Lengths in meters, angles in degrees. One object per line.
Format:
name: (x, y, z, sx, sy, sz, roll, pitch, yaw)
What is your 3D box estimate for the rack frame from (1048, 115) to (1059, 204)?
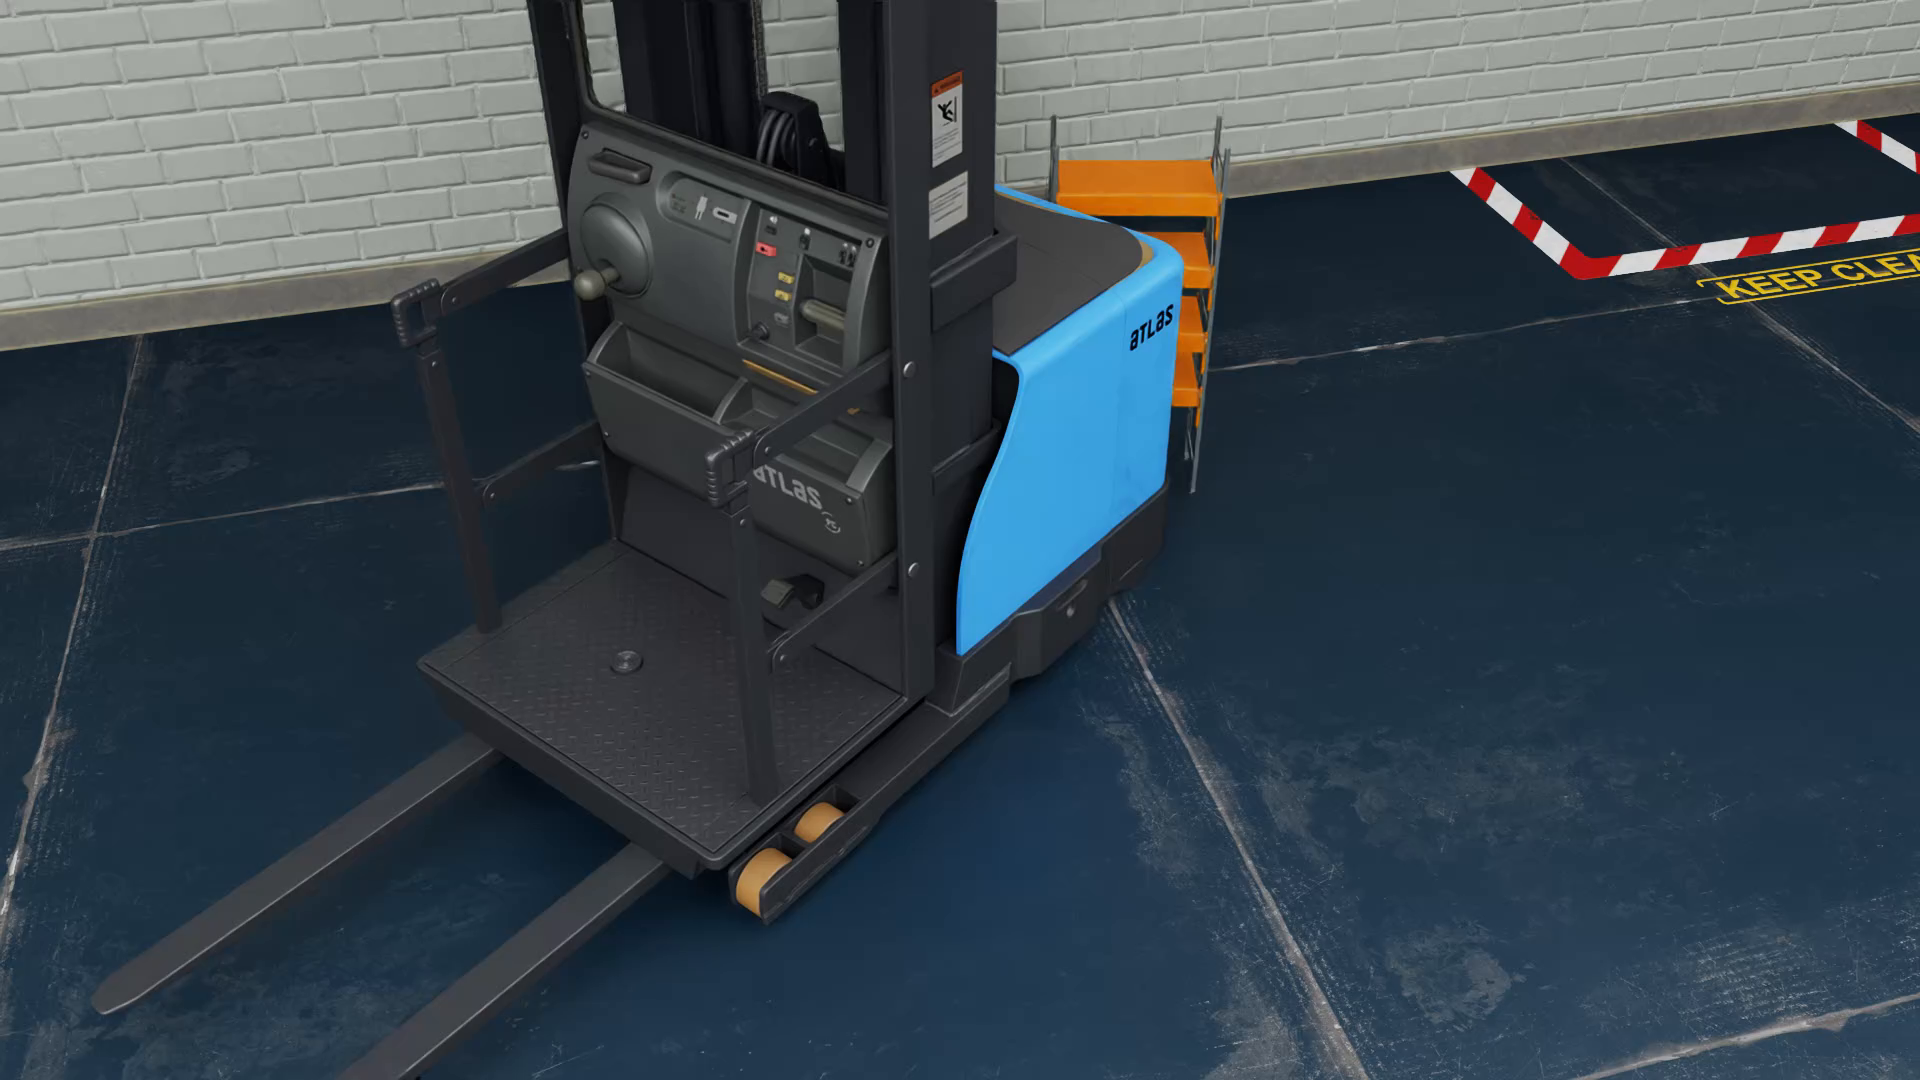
rack frame: (0.276, -0.709, 5.189, 0.015, 1.200, 0.240, 1, 37, 1)

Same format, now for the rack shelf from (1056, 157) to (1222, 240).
rack shelf: (0.520, -1.019, 4.947, 0.480, 0.148, 0.258, 1, 37, 1)

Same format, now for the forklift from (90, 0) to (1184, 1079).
forklift: (-0.679, -0.589, 3.608, 1.130, 2.935, 3.031, 26, 44, 29)

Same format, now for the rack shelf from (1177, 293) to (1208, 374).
rack shelf: (0.520, -0.653, 5.227, 0.480, 0.148, 0.258, 1, 37, 1)

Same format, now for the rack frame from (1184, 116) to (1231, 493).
rack frame: (0.764, -0.704, 5.183, 0.015, 1.200, 0.240, 1, 37, 1)

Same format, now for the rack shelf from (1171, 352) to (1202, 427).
rack shelf: (0.520, -0.495, 5.348, 0.480, 0.148, 0.258, 1, 37, 1)

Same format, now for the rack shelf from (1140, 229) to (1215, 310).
rack shelf: (0.520, -0.831, 5.091, 0.480, 0.148, 0.258, 1, 37, 1)

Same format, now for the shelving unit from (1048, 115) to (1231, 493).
shelving unit: (0.520, -0.707, 5.186, 0.503, 1.200, 0.258, 1, 37, 1)
